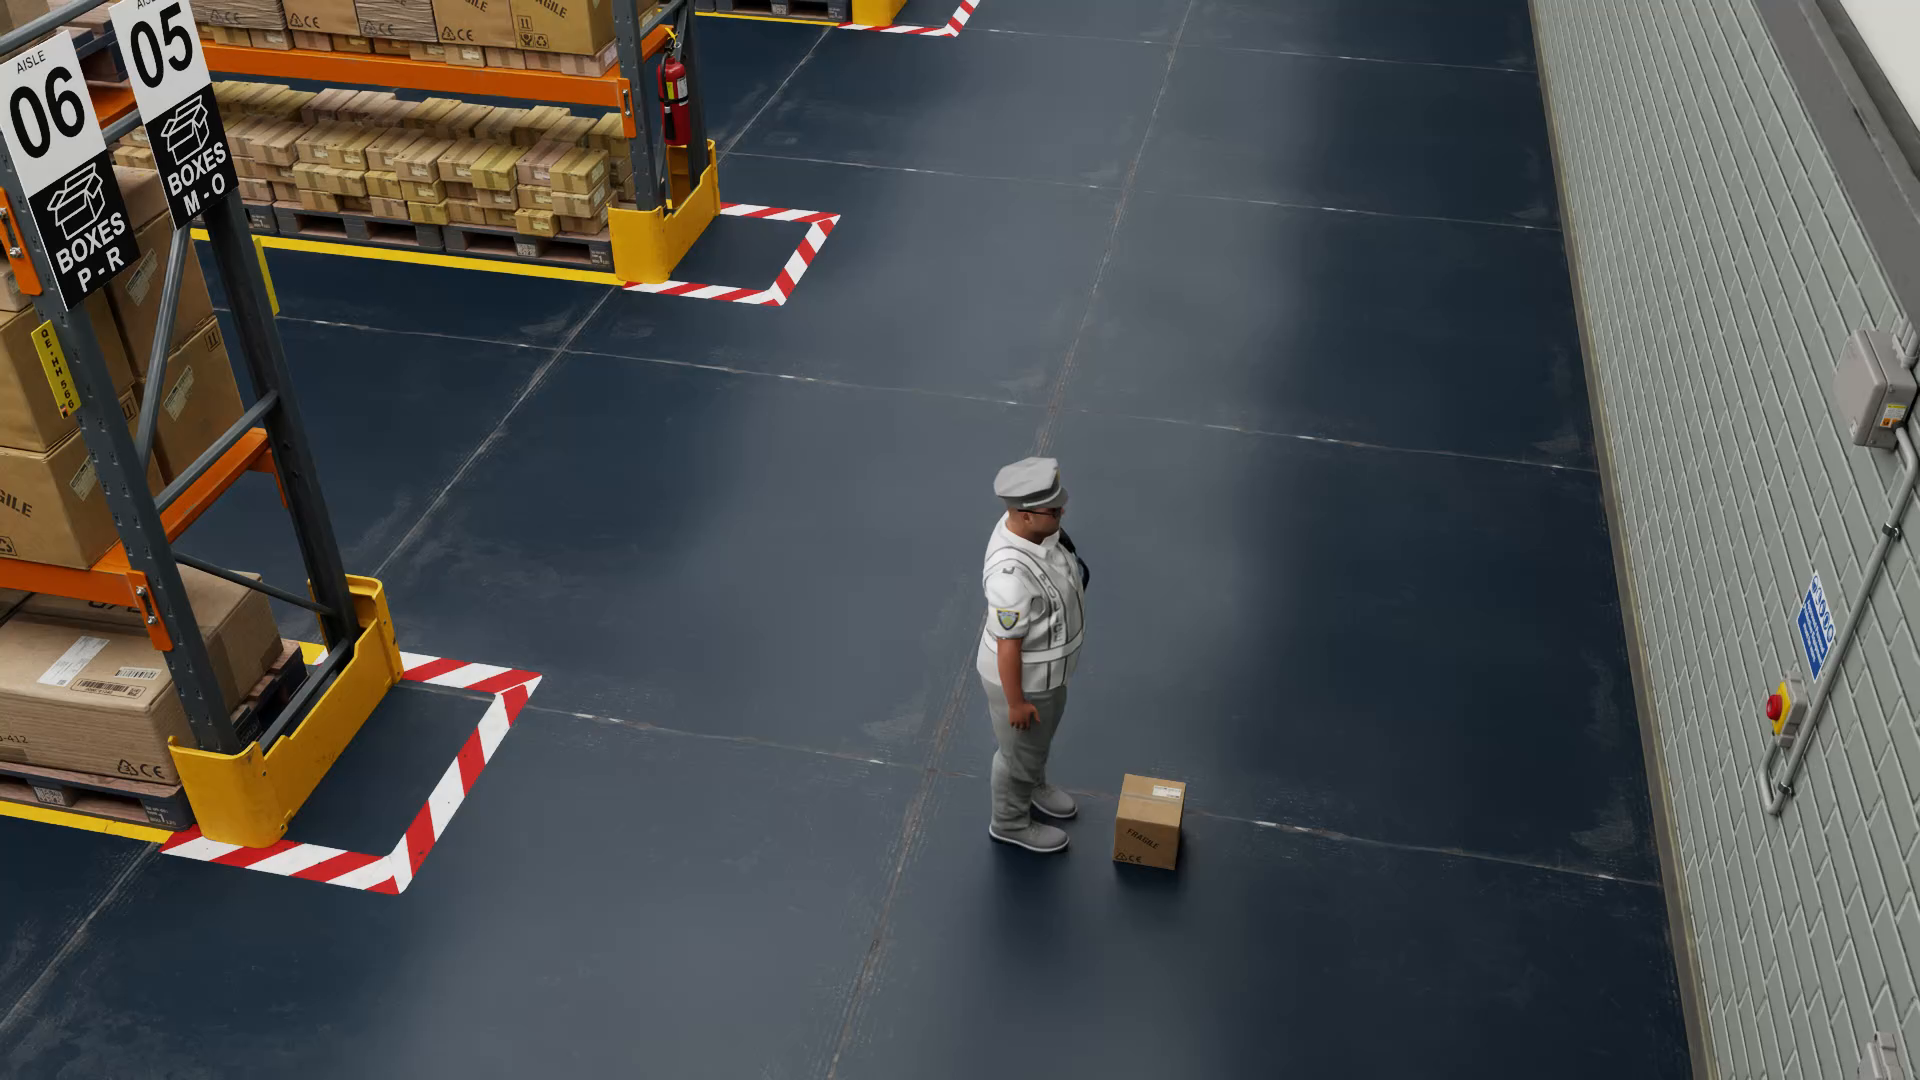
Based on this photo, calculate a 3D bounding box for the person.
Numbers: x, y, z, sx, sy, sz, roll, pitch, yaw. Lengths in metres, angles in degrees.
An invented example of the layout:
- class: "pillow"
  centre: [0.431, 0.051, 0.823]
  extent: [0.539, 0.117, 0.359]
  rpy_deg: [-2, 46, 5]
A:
- class: "person"
  centre: [0.270, 0.457, 6.329]
  extent: [0.394, 1.769, 0.540]
  rpy_deg: [8, 37, 10]
